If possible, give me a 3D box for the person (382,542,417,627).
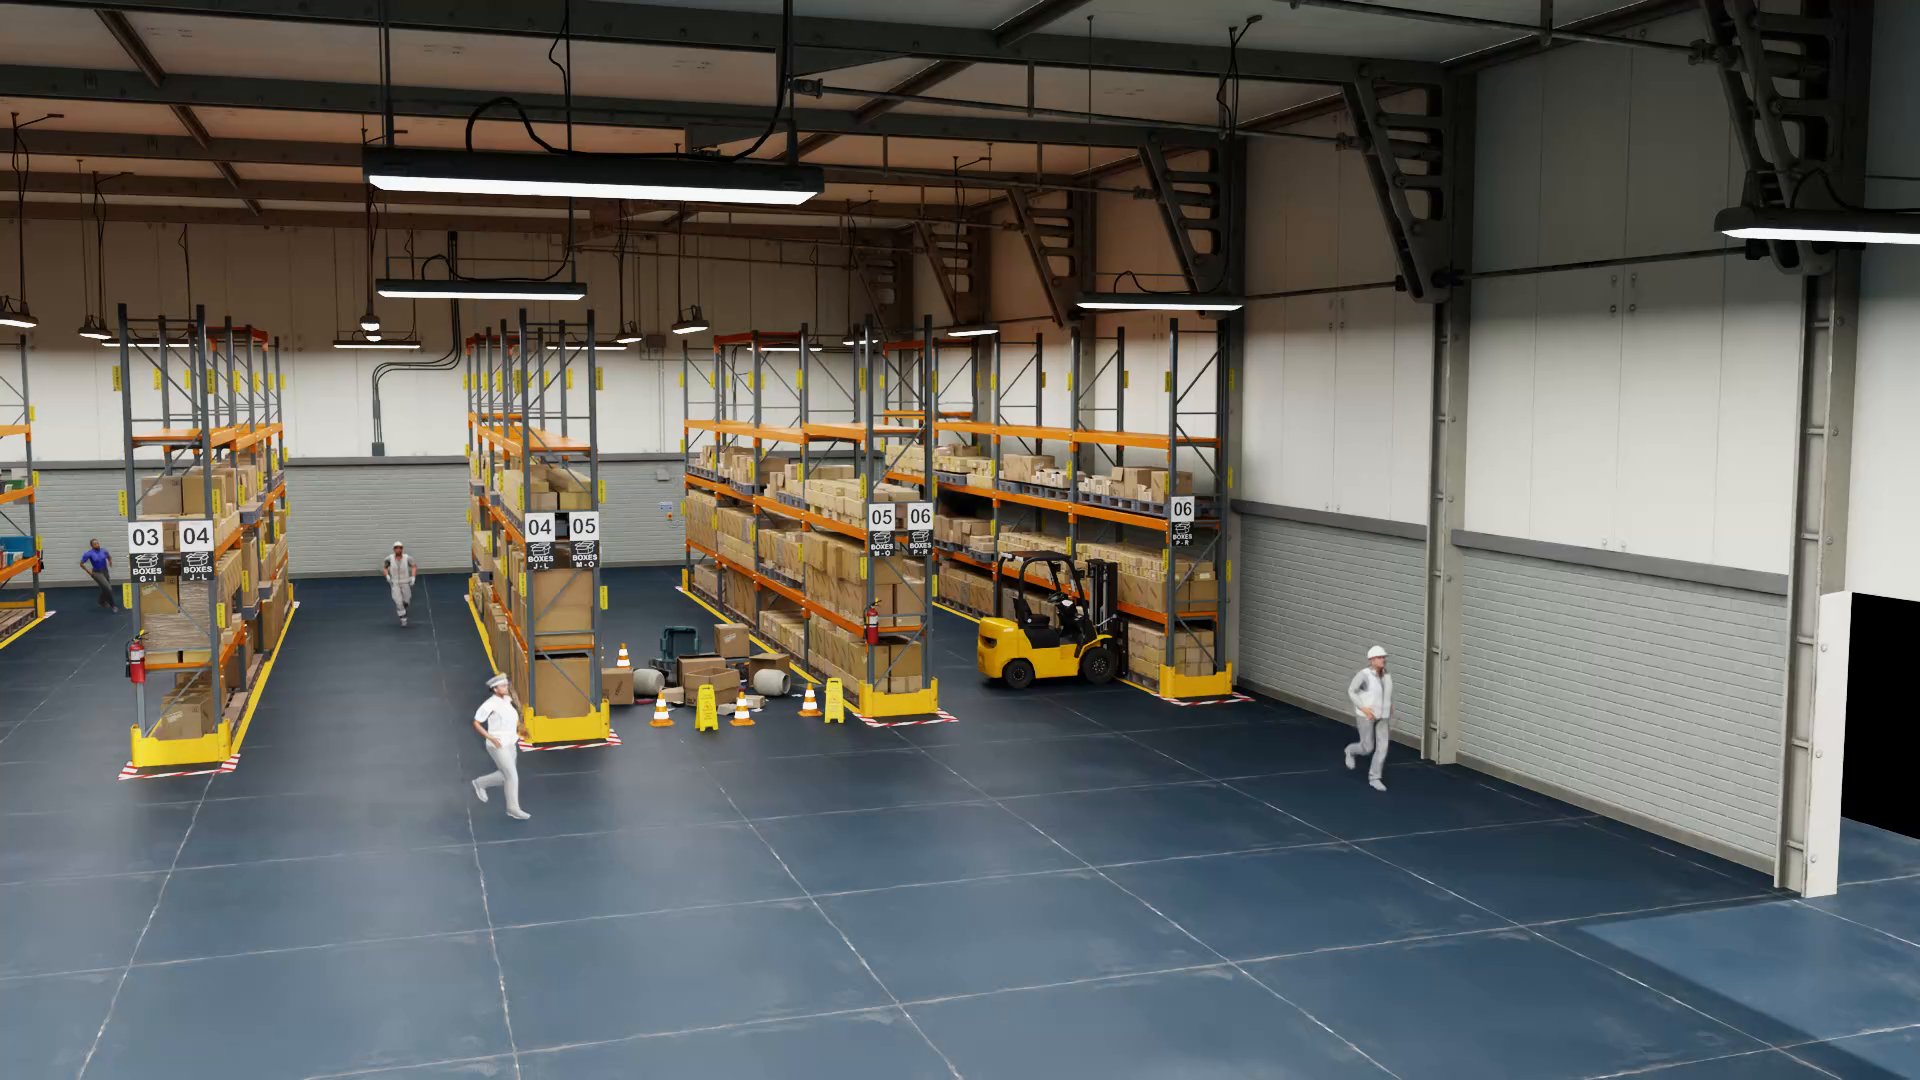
[{"bbox_3d":[-11.548,0.895,34.249,0.658,1.741,0.593,-2,6,-17],"label":"person"}]

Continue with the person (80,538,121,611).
[{"bbox_3d":[-18.798,0.782,36.360,0.721,1.663,0.712,2,6,20],"label":"person"}]

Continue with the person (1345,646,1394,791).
[{"bbox_3d":[5.129,2.182,20.738,0.684,1.759,0.816,-2,6,-23],"label":"person"}]

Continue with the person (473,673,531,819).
[{"bbox_3d":[-5.331,2.370,19.181,0.792,1.686,0.578,2,6,18],"label":"person"}]
